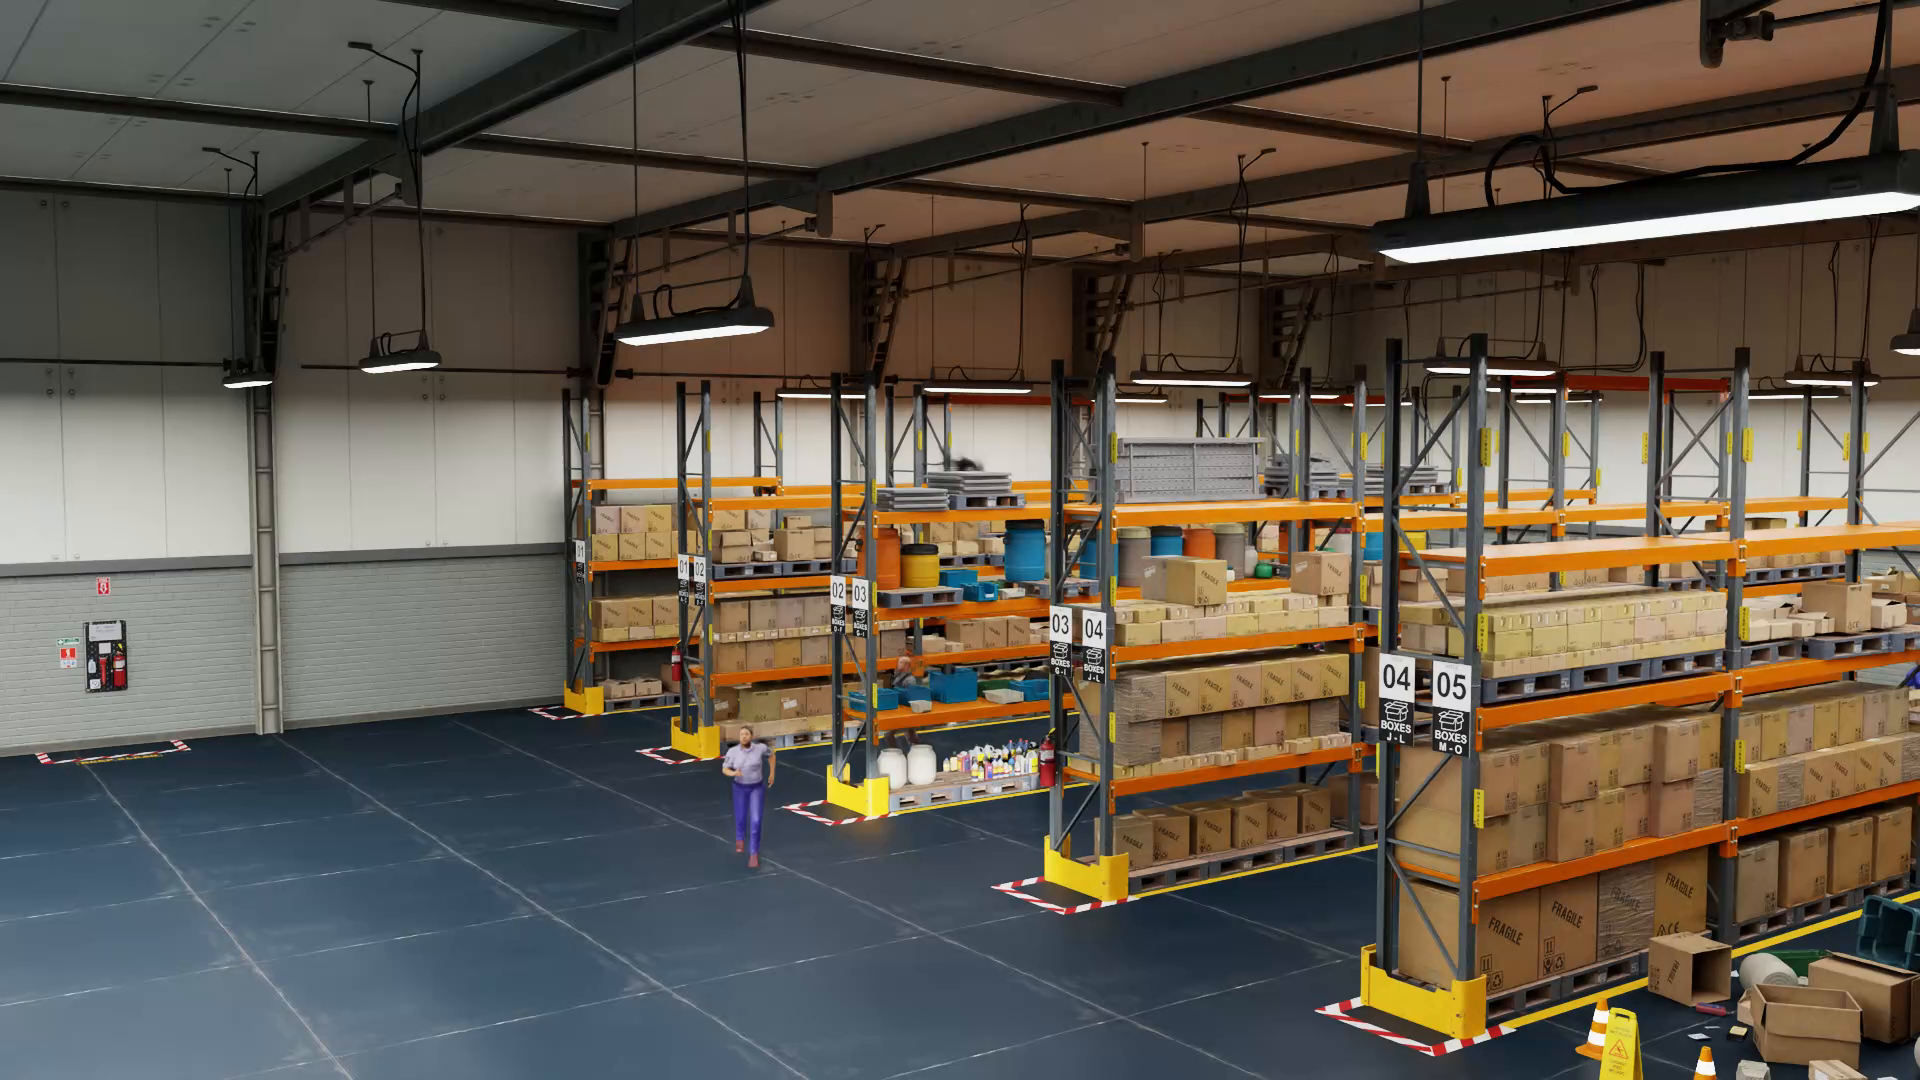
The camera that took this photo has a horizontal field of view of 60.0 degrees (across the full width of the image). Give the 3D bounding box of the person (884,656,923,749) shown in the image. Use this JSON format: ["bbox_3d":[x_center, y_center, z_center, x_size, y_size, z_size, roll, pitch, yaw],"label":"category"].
[{"bbox_3d":[-0.846,2.654,25.374,0.769,1.772,0.636,-3,4,-35],"label":"person"}]

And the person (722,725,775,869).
[{"bbox_3d":[-2.545,3.075,20.083,0.611,1.673,0.882,0,4,-1],"label":"person"}]

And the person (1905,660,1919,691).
[{"bbox_3d":[15.524,2.657,26.766,0.597,1.641,0.671,1,4,13],"label":"person"}]
